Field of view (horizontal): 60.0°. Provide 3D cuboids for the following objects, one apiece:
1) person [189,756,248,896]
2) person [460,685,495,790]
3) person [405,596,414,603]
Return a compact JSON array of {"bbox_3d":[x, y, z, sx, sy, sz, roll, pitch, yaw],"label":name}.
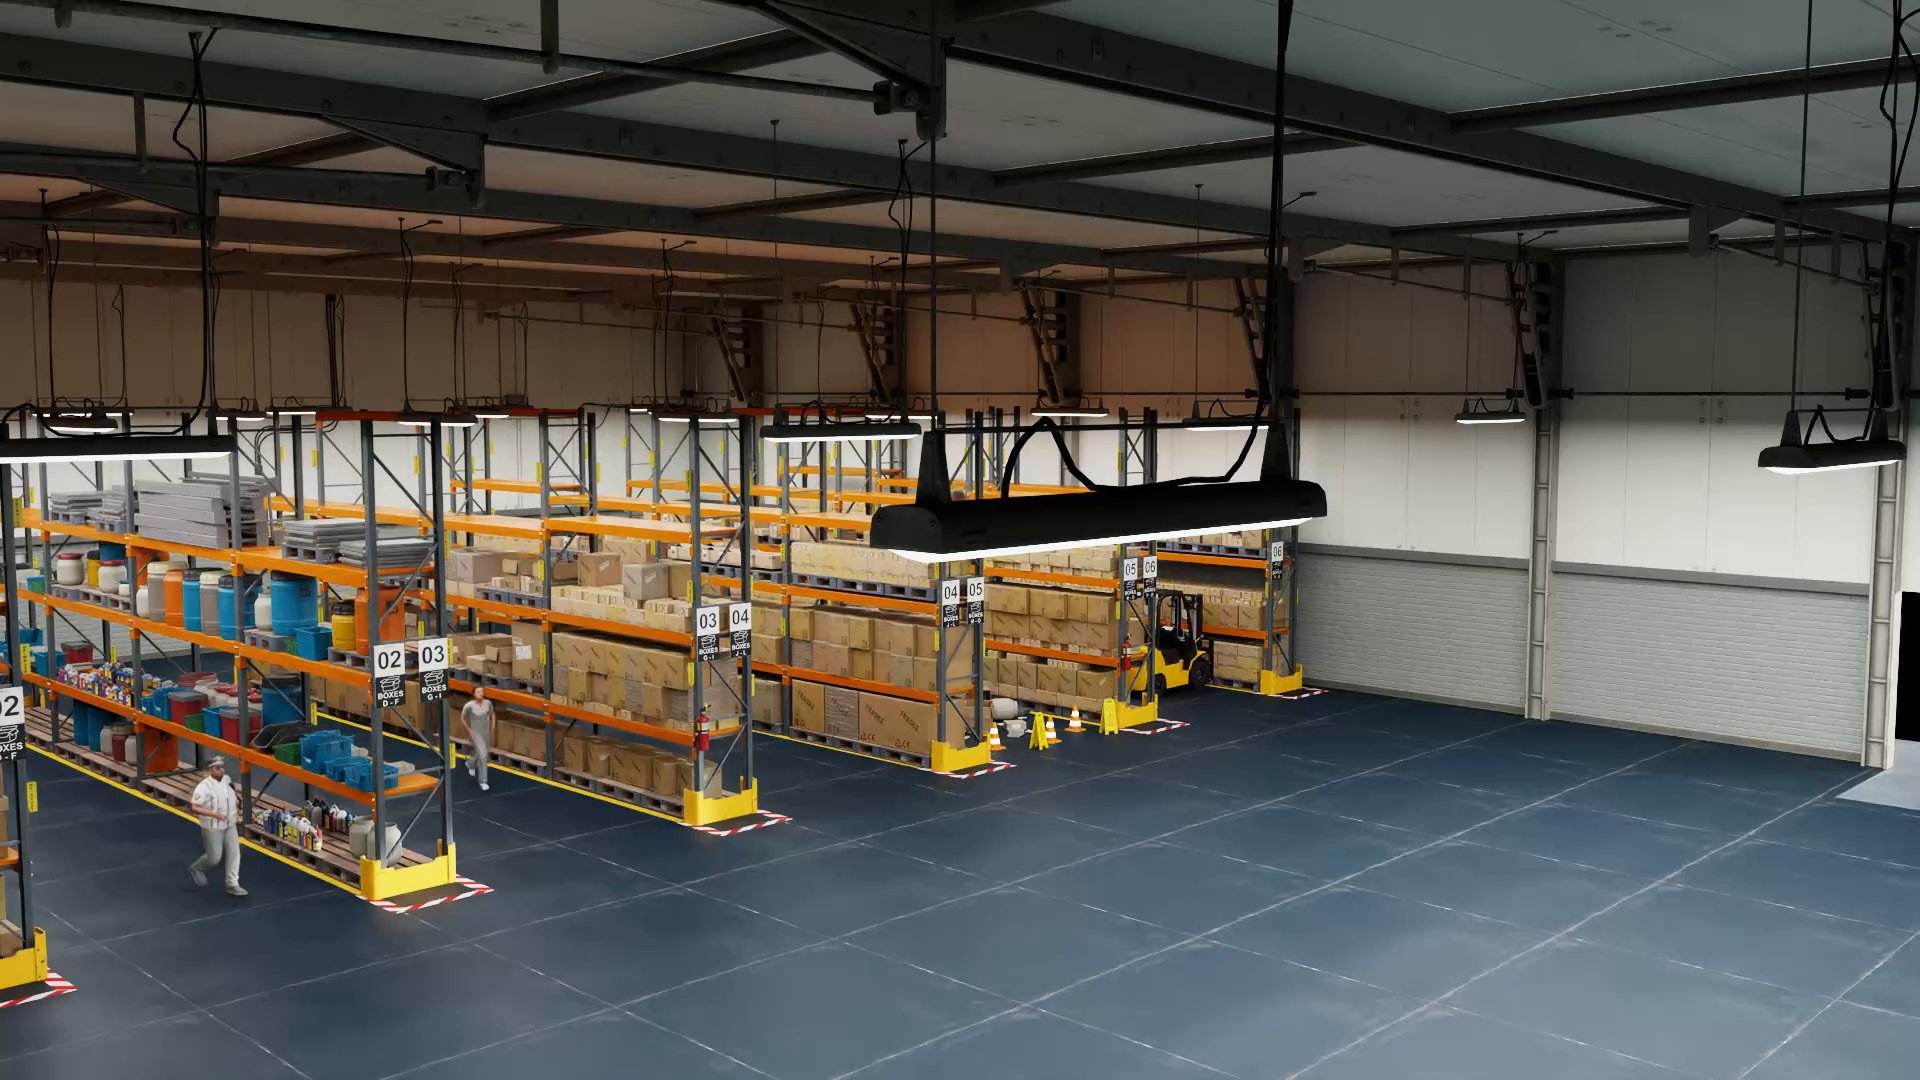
[{"bbox_3d":[-9.351,3.579,20.959,0.900,1.754,0.673,3,6,28],"label":"person"},{"bbox_3d":[-7.765,3.138,26.769,0.566,1.675,0.784,-5,7,-43],"label":"person"},{"bbox_3d":[-12.927,2.069,38.922,0.623,1.651,0.827,1,5,14],"label":"person"}]
